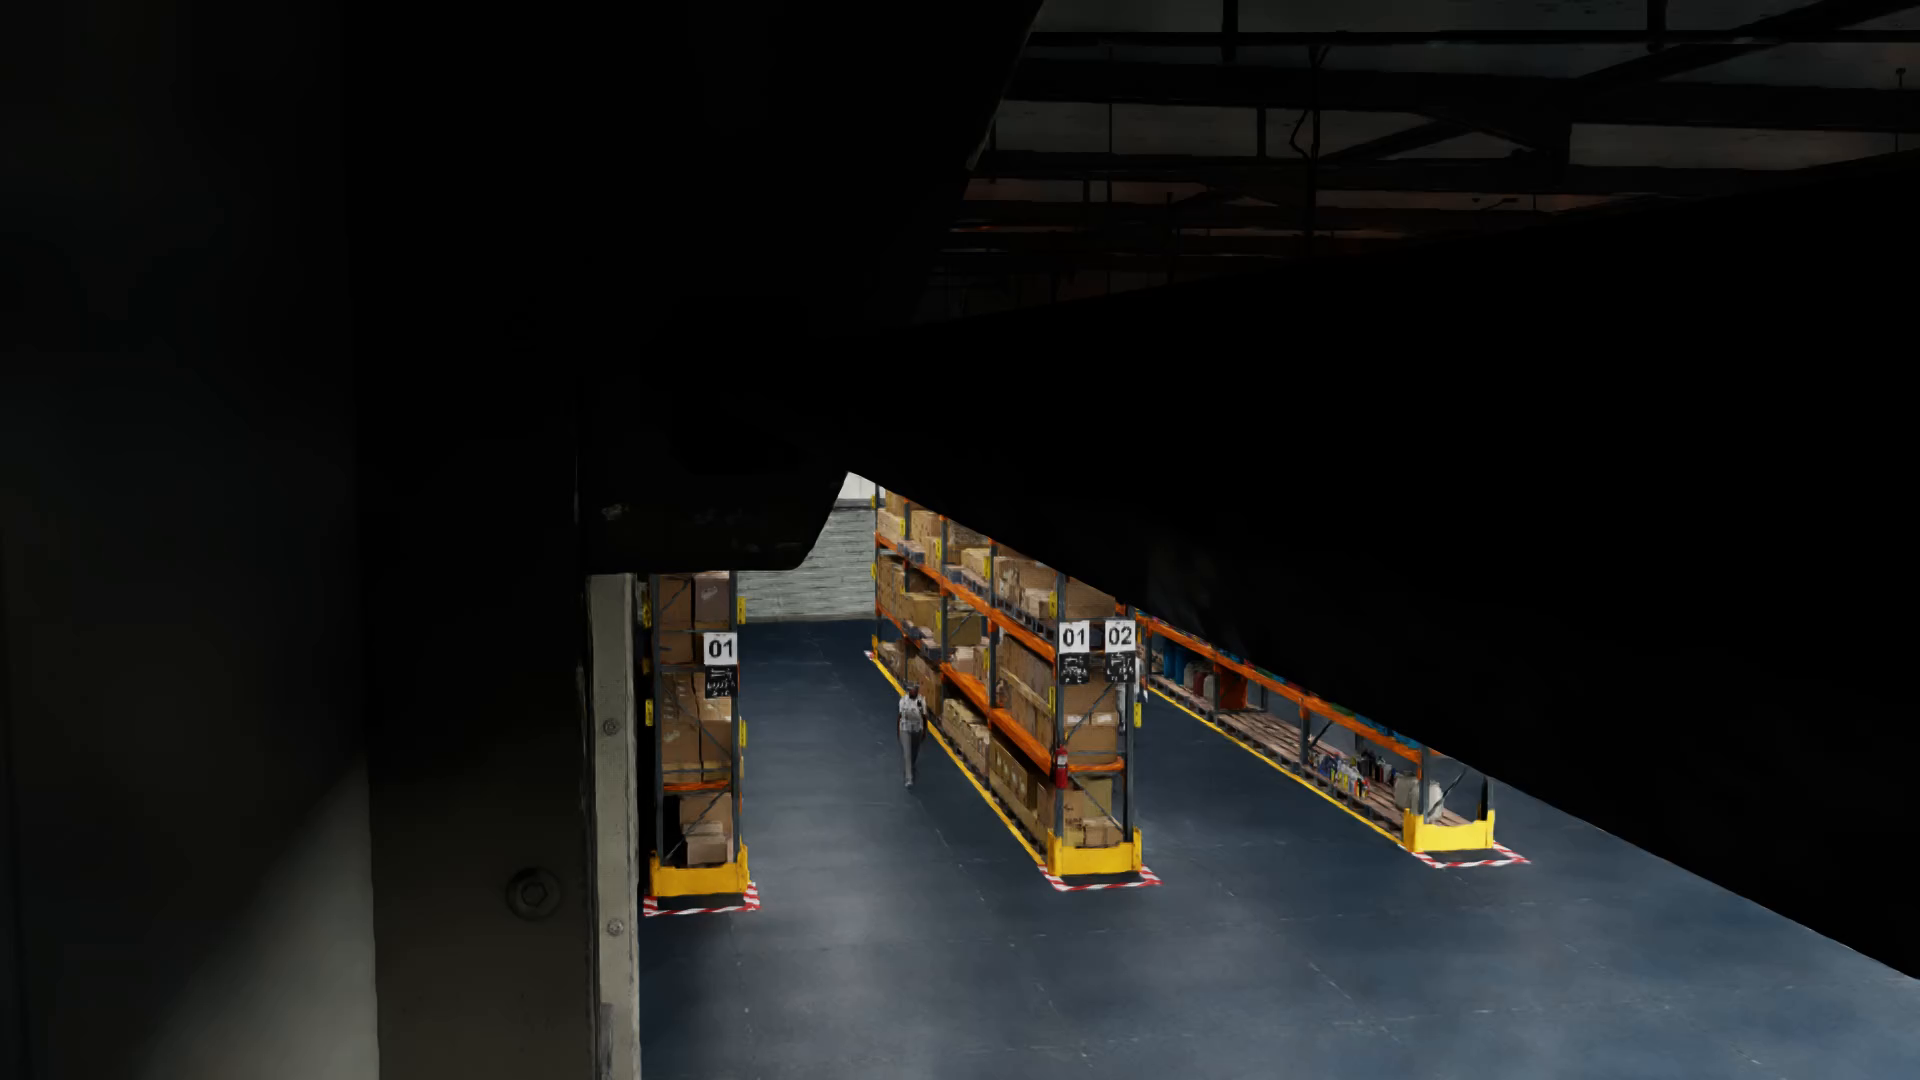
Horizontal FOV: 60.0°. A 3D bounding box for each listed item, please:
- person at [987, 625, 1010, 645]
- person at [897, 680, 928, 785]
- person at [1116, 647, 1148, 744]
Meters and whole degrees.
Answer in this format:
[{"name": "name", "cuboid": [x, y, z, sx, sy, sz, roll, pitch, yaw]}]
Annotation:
[{"name": "person", "cuboid": [0.819, 2.066, 33.281, 0.542, 1.675, 1.126, -1, 6, -9]}, {"name": "person", "cuboid": [-0.718, 2.911, 25.523, 0.445, 1.578, 1.081, -1, 6, -13]}, {"name": "person", "cuboid": [2.883, 2.574, 28.203, 0.567, 1.736, 1.044, -1, 6, -12]}]
